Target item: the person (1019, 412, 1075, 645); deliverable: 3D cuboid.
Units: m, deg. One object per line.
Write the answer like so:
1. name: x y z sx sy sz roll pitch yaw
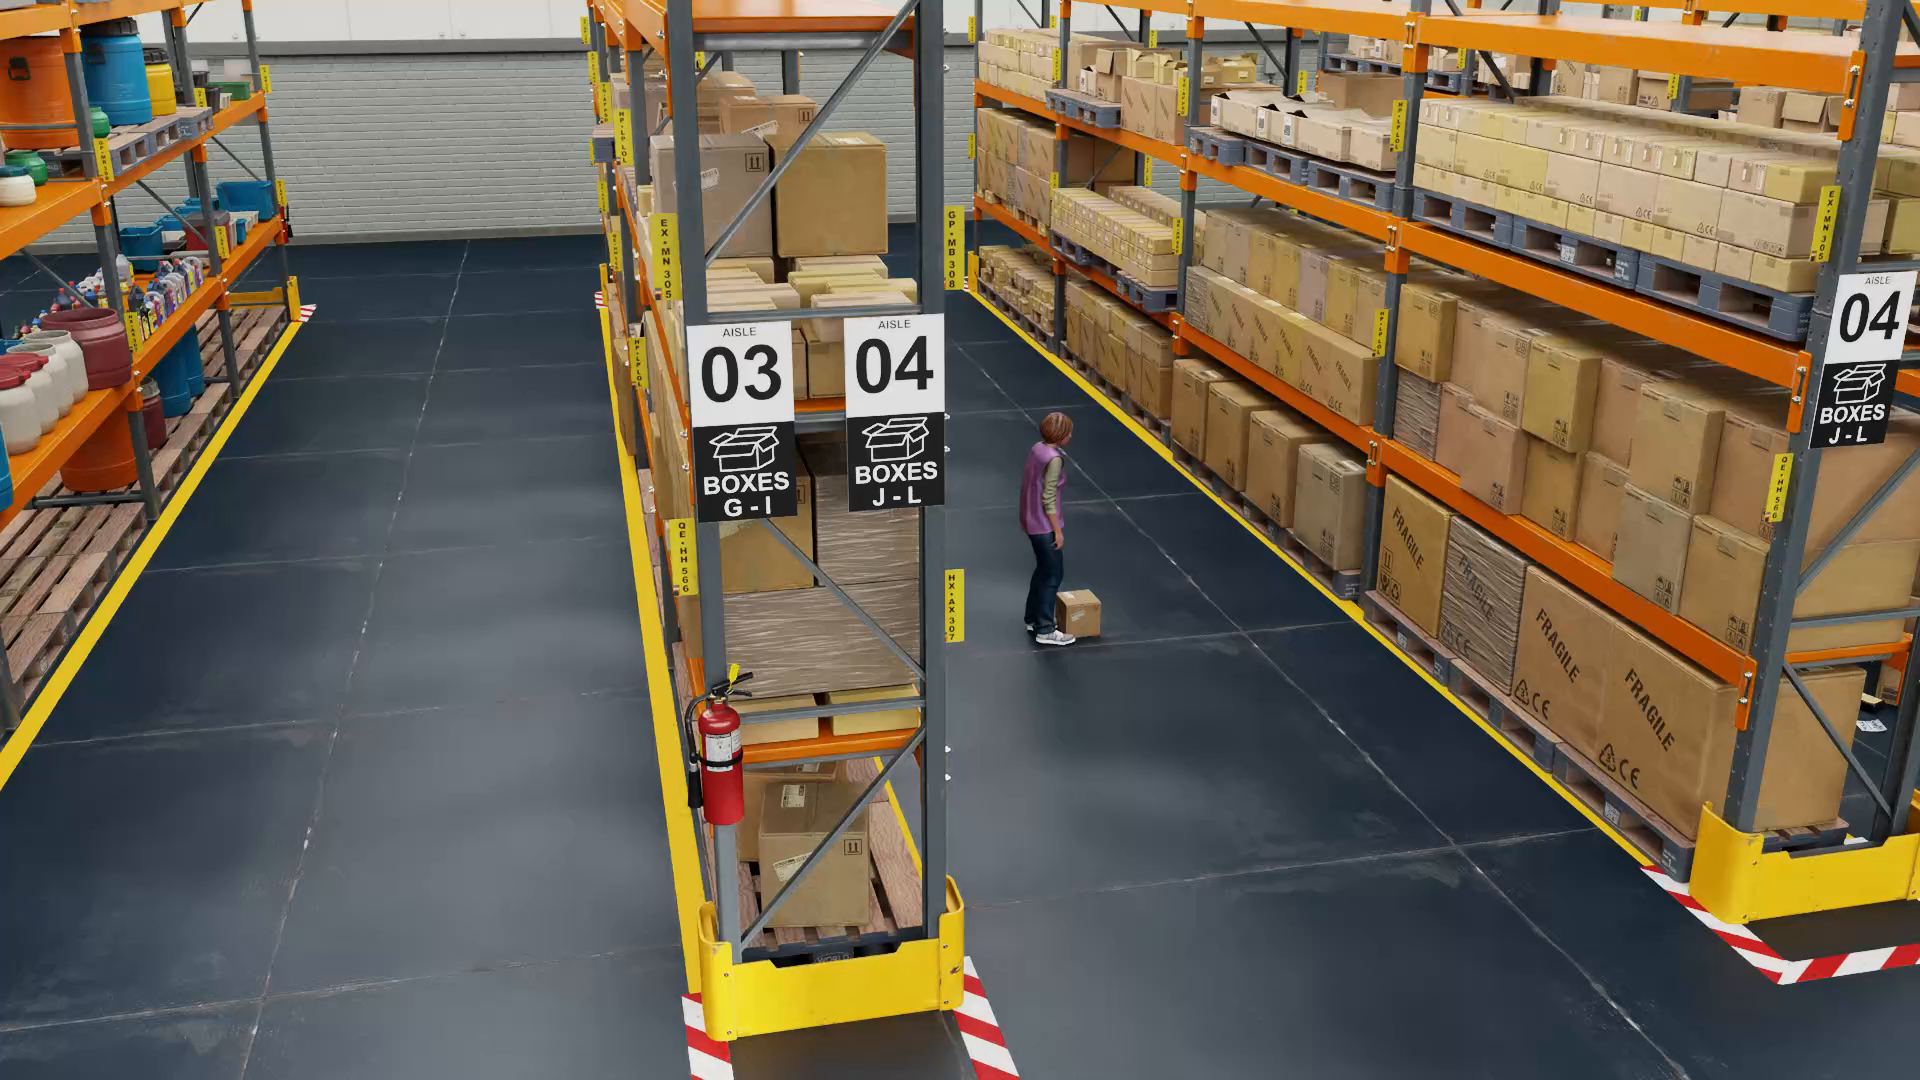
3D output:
1. person: 0.587 -0.091 11.340 0.345 1.593 0.460 -4 20 -12
